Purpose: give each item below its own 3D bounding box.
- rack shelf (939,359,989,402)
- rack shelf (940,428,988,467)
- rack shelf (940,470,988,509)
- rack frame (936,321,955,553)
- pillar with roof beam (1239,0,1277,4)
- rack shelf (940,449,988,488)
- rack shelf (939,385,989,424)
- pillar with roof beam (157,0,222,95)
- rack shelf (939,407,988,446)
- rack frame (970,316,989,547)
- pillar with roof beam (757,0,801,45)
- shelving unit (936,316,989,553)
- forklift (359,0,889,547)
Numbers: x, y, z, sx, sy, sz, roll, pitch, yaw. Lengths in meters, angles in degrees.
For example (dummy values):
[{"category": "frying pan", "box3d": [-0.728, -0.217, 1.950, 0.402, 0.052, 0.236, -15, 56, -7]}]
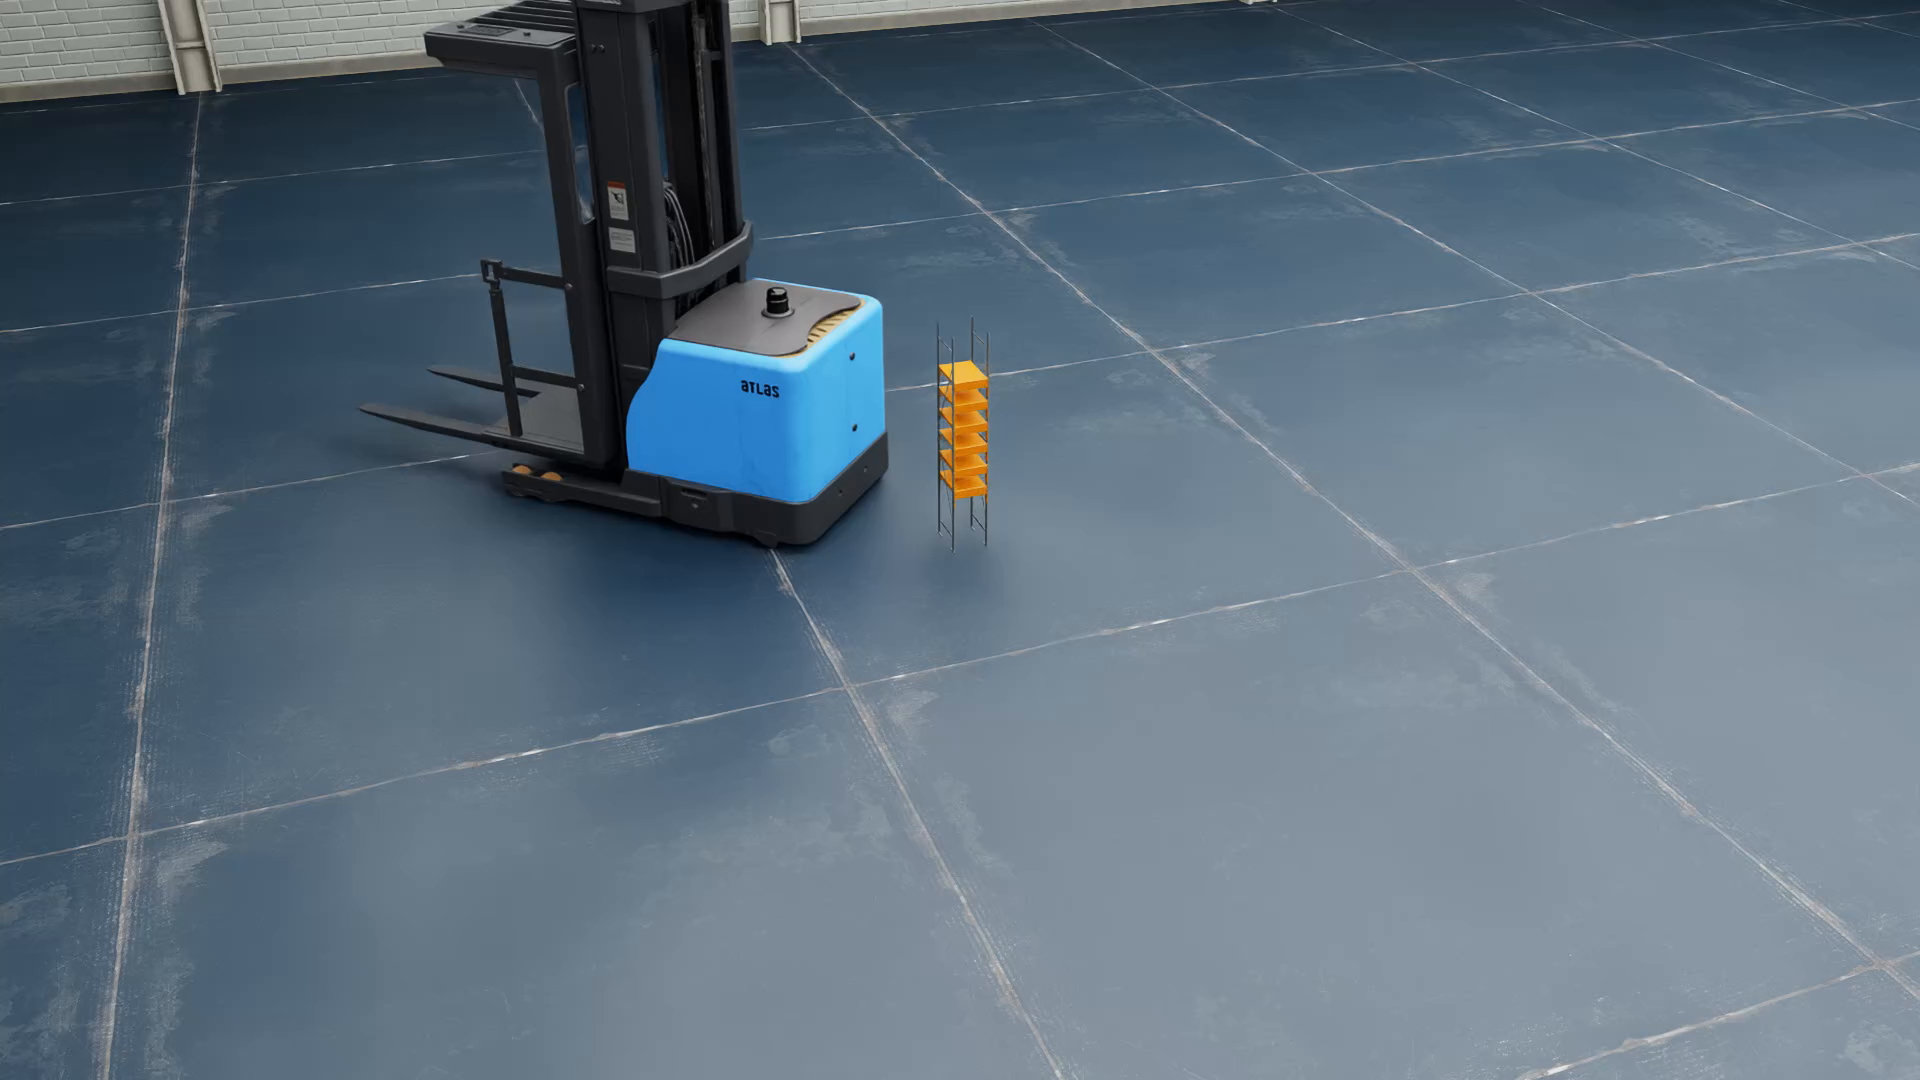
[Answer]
[{"category": "rack shelf", "box3d": [0.014, -0.798, 8.301, 0.180, 0.103, 0.258, -10, 31, -18]}, {"category": "rack shelf", "box3d": [0.014, -0.485, 8.479, 0.180, 0.103, 0.258, -10, 31, -18]}, {"category": "rack shelf", "box3d": [0.014, -0.277, 8.598, 0.180, 0.103, 0.258, -10, 31, -18]}, {"category": "rack frame", "box3d": [-0.072, -0.508, 8.430, 0.006, 1.200, 0.240, -10, 31, -18]}, {"category": "pillar with roof beam", "box3d": [5.126, -8.509, 14.595, 0.400, 9.000, 9.100, -10, 31, -18]}, {"category": "rack shelf", "box3d": [0.014, -0.381, 8.539, 0.180, 0.103, 0.258, -10, 31, -18]}, {"category": "rack shelf", "box3d": [0.014, -0.694, 8.361, 0.180, 0.103, 0.258, -10, 31, -18]}, {"category": "pillar with roof beam", "box3d": [-6.121, -6.438, 10.959, 0.400, 9.000, 9.100, -10, 31, -18]}, {"category": "rack shelf", "box3d": [0.014, -0.589, 8.420, 0.180, 0.103, 0.258, -10, 31, -18]}, {"category": "rack frame", "box3d": [0.099, -0.540, 8.485, 0.006, 1.200, 0.240, -10, 31, -18]}, {"category": "pillar with roof beam", "box3d": [-0.498, -7.473, 12.777, 0.400, 9.000, 9.100, -10, 31, -18]}, {"category": "shelving unit", "box3d": [0.014, -0.524, 8.457, 0.189, 1.200, 0.258, -10, 31, -18]}, {"category": "forklift", "box3d": [-1.965, -1.702, 8.776, 3.031, 2.935, 1.130, 12, 32, 20]}]
